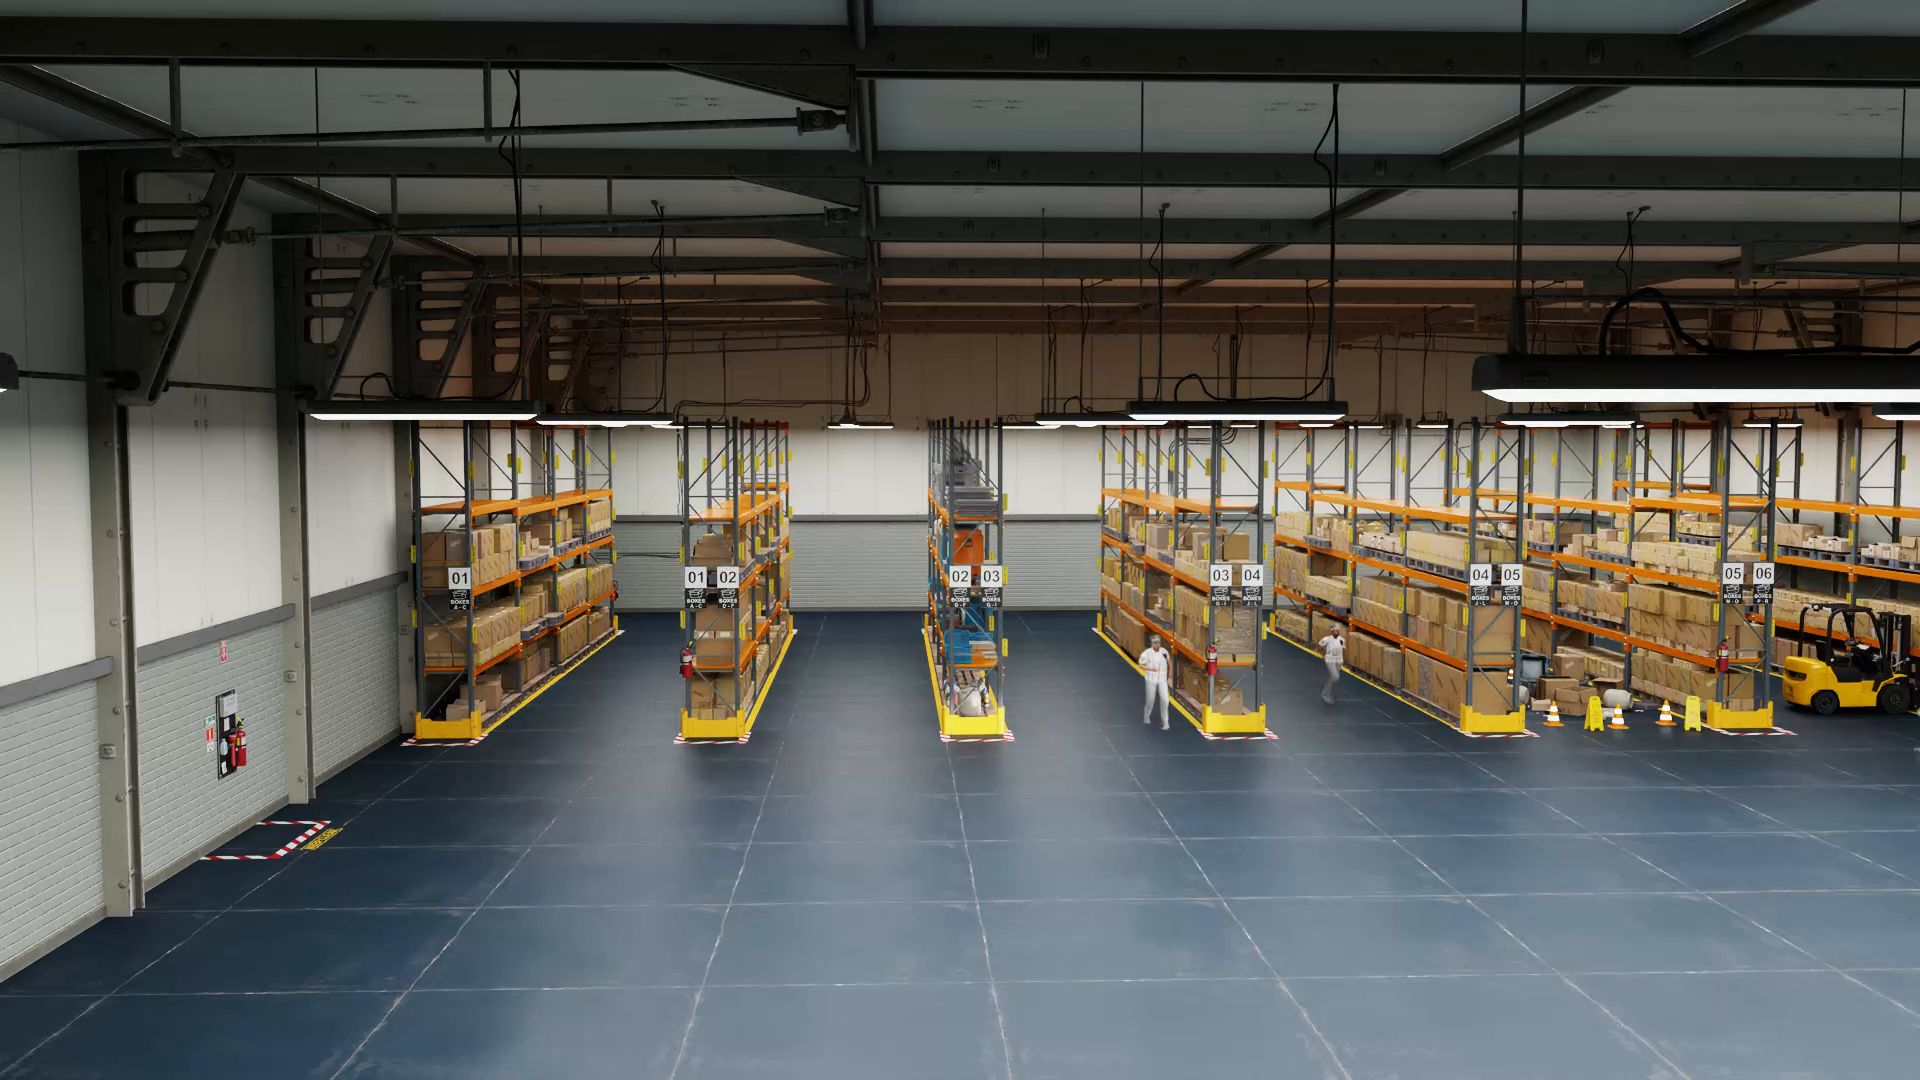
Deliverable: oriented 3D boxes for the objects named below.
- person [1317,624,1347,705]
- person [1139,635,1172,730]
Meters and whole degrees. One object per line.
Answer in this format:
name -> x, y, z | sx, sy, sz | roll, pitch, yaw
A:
person -> 7.859, 2.607, 35.026 | 0.559, 1.718, 0.760 | -1, 4, -21
person -> 3.787, 2.743, 32.216 | 0.692, 1.852, 0.812 | -1, 4, -8
